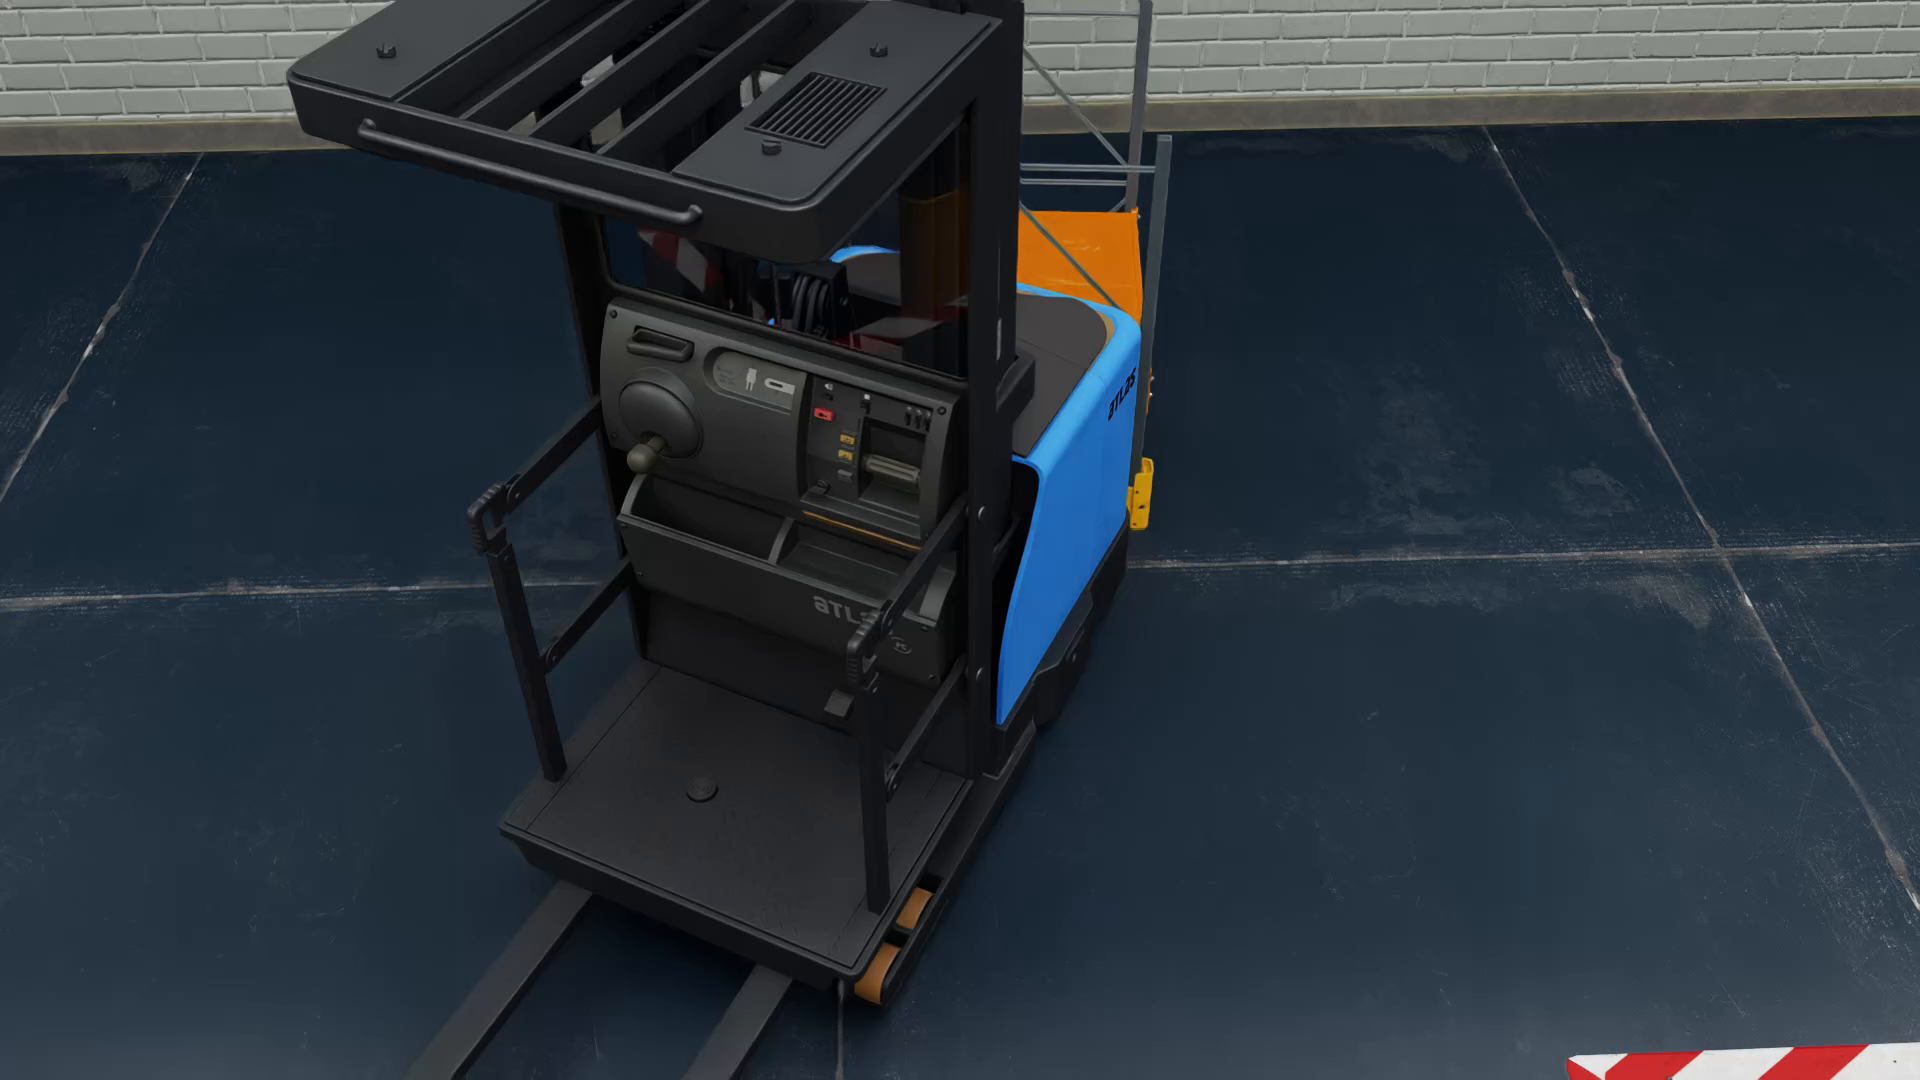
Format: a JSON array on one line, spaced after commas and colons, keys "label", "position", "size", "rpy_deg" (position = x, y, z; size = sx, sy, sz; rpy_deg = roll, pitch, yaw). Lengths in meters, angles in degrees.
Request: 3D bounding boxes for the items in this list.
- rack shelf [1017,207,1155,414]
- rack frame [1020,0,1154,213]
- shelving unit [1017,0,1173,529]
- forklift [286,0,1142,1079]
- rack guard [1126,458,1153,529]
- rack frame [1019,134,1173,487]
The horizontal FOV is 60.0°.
[{"label": "rack shelf", "position": [0.381, -0.825, 5.806], "size": [0.538, 0.185, 1.000], "rpy_deg": [1, 43, 1]}, {"label": "rack frame", "position": [0.399, -1.301, 6.059], "size": [0.500, 1.500, 0.032], "rpy_deg": [1, 43, 1]}, {"label": "shelving unit", "position": [0.381, -0.964, 5.692], "size": [0.587, 1.500, 1.083], "rpy_deg": [1, 43, 1]}, {"label": "forklift", "position": [-0.538, -0.196, 3.795], "size": [1.130, 2.935, 3.031], "rpy_deg": [18, 45, 18]}, {"label": "rack guard", "position": [0.363, -0.167, 5.747], "size": [0.587, 0.250, 0.087], "rpy_deg": [1, 43, 1]}, {"label": "rack frame", "position": [0.363, -0.614, 5.310], "size": [0.500, 1.500, 0.032], "rpy_deg": [1, 43, 1]}]
